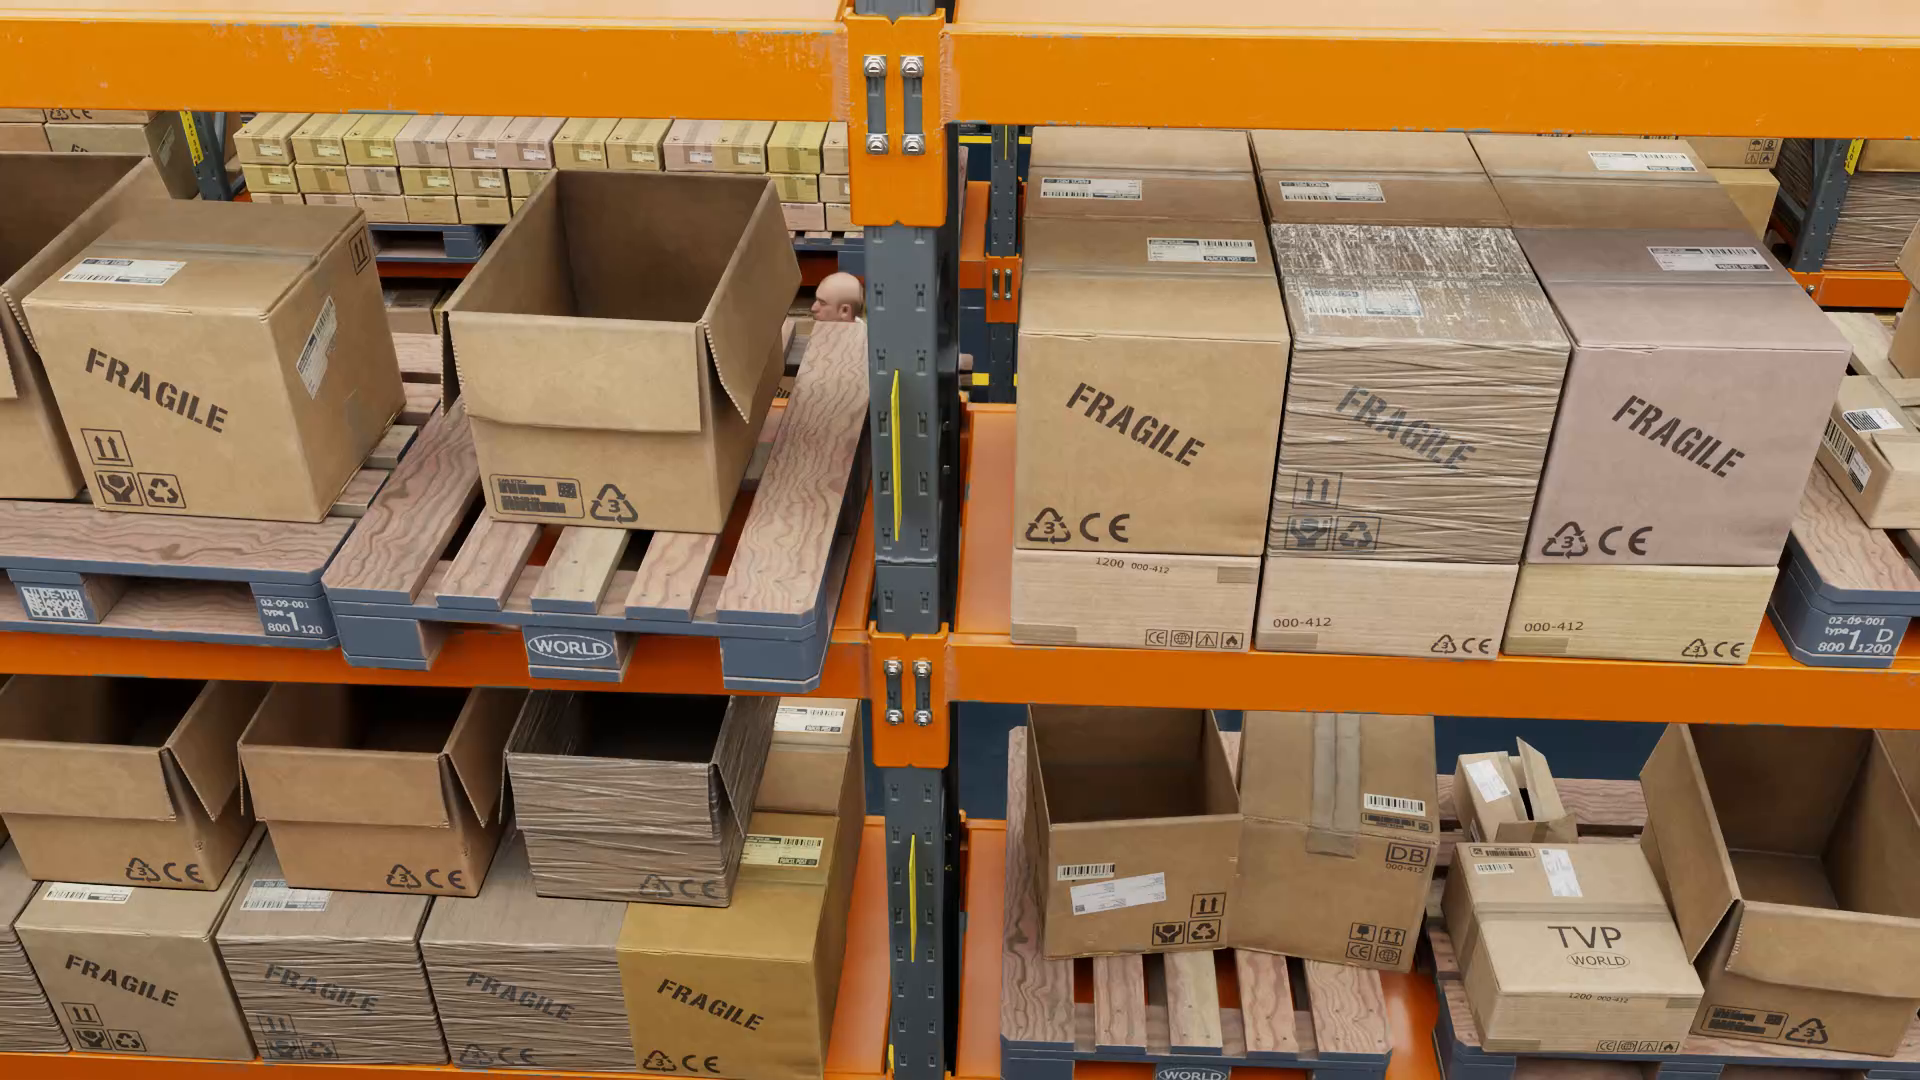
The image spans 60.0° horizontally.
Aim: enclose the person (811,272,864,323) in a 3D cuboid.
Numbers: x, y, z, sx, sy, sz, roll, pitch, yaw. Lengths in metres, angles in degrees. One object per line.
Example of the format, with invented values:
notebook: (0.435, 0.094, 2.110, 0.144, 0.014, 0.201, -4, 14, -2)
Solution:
person: (-0.455, -0.413, 7.669, 0.676, 1.768, 0.606, -5, 35, -6)
